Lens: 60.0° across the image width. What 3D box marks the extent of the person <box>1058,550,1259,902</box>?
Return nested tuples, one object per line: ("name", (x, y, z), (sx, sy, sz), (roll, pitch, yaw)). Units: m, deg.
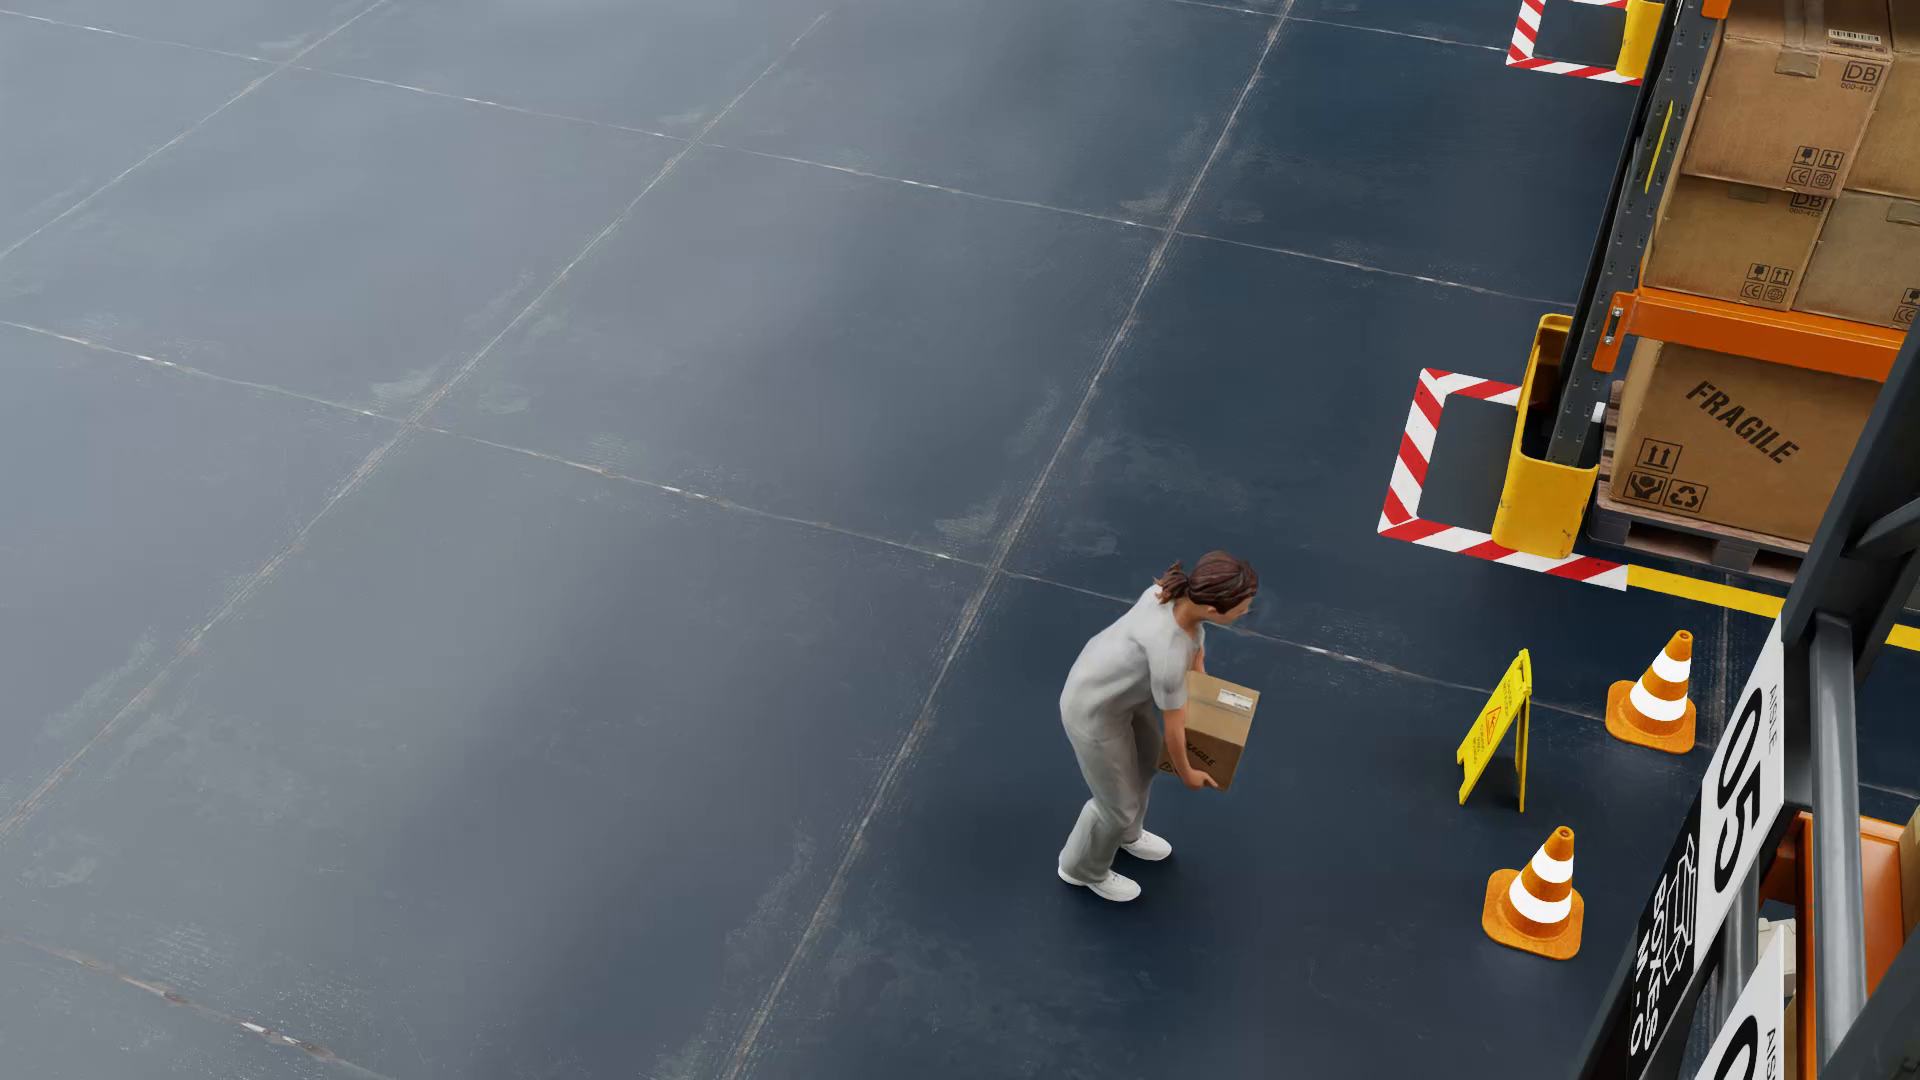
("person", (0.628, 0.611, 5.562), (0.576, 1.563, 0.410), (13, 43, 14))
